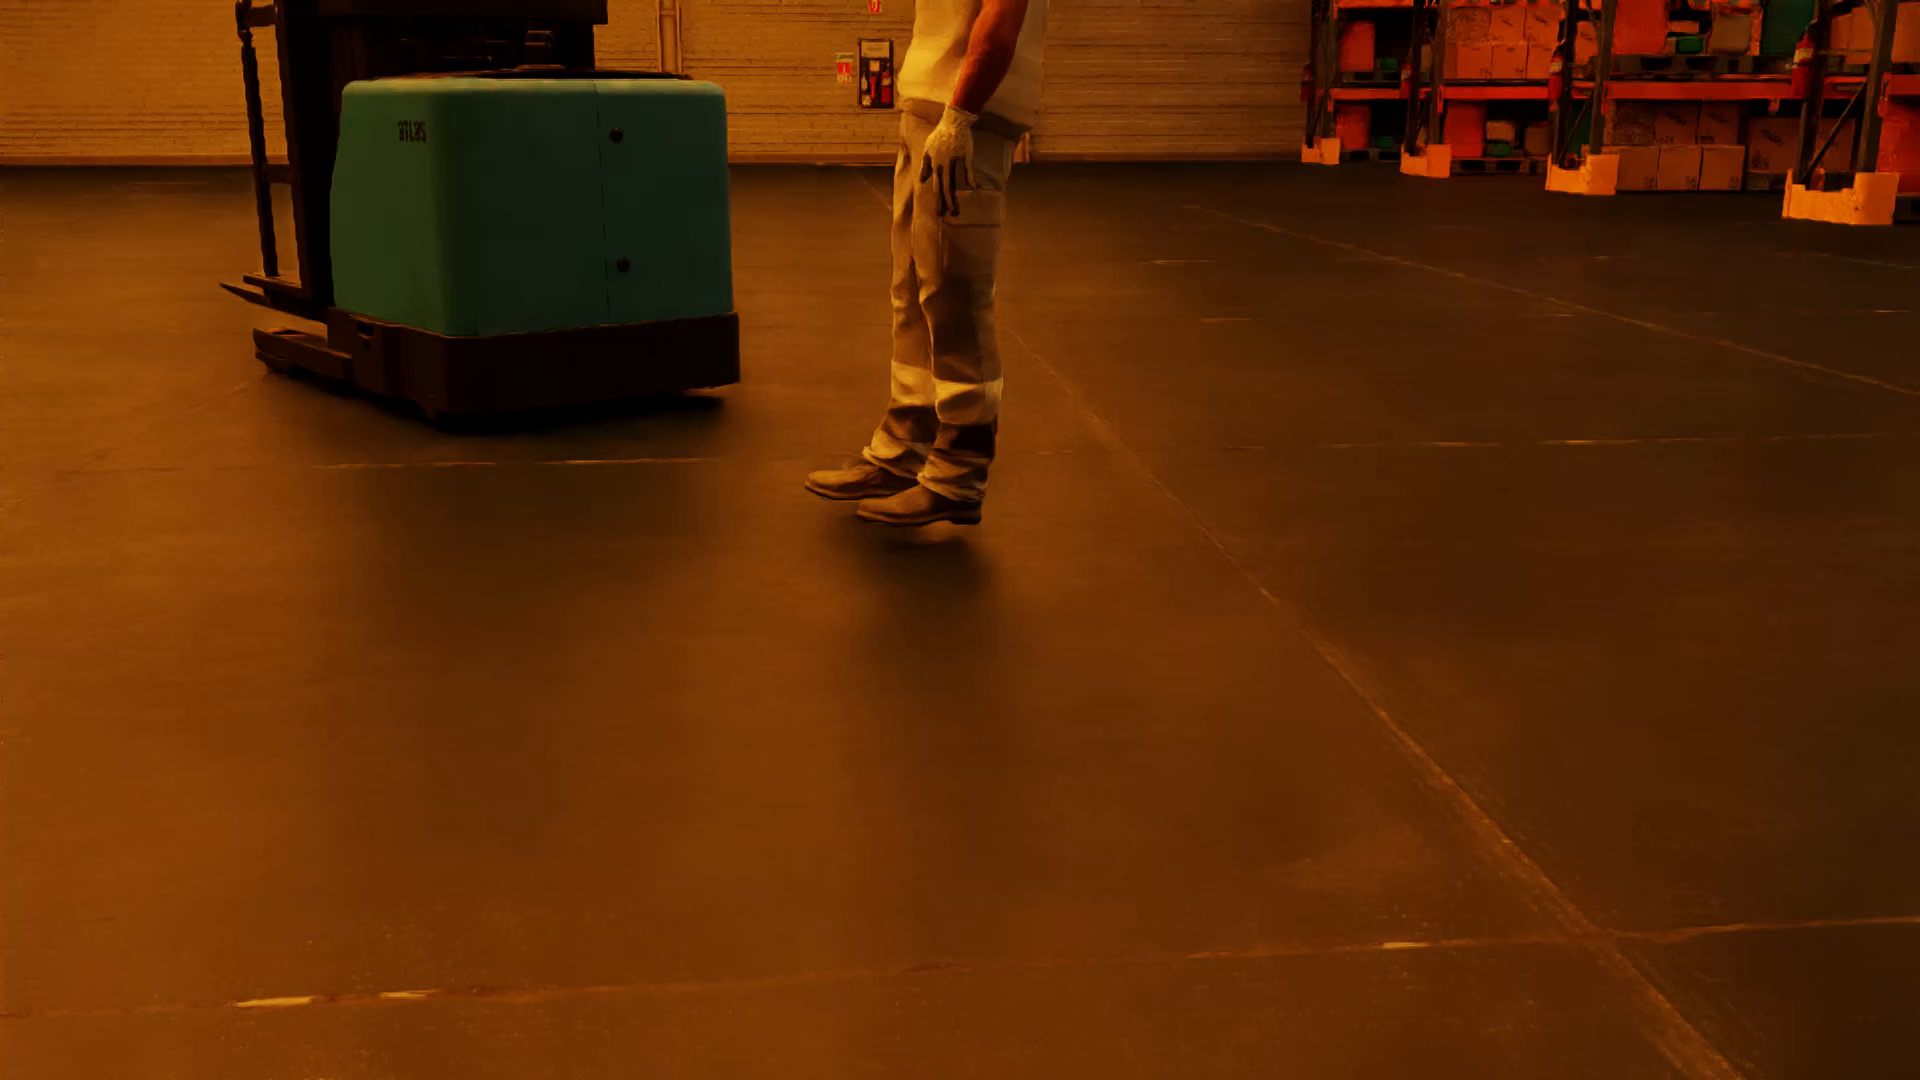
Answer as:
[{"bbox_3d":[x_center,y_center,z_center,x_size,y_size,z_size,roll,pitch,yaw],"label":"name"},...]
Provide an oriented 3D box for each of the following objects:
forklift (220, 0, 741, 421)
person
[{"bbox_3d":[-2.081,-2.106,6.183,1.130,2.935,3.031,-12,19,-38],"label":"forklift"},{"bbox_3d":[-0.081,-0.911,3.699,0.563,1.787,0.637,-1,15,-5],"label":"person"}]
